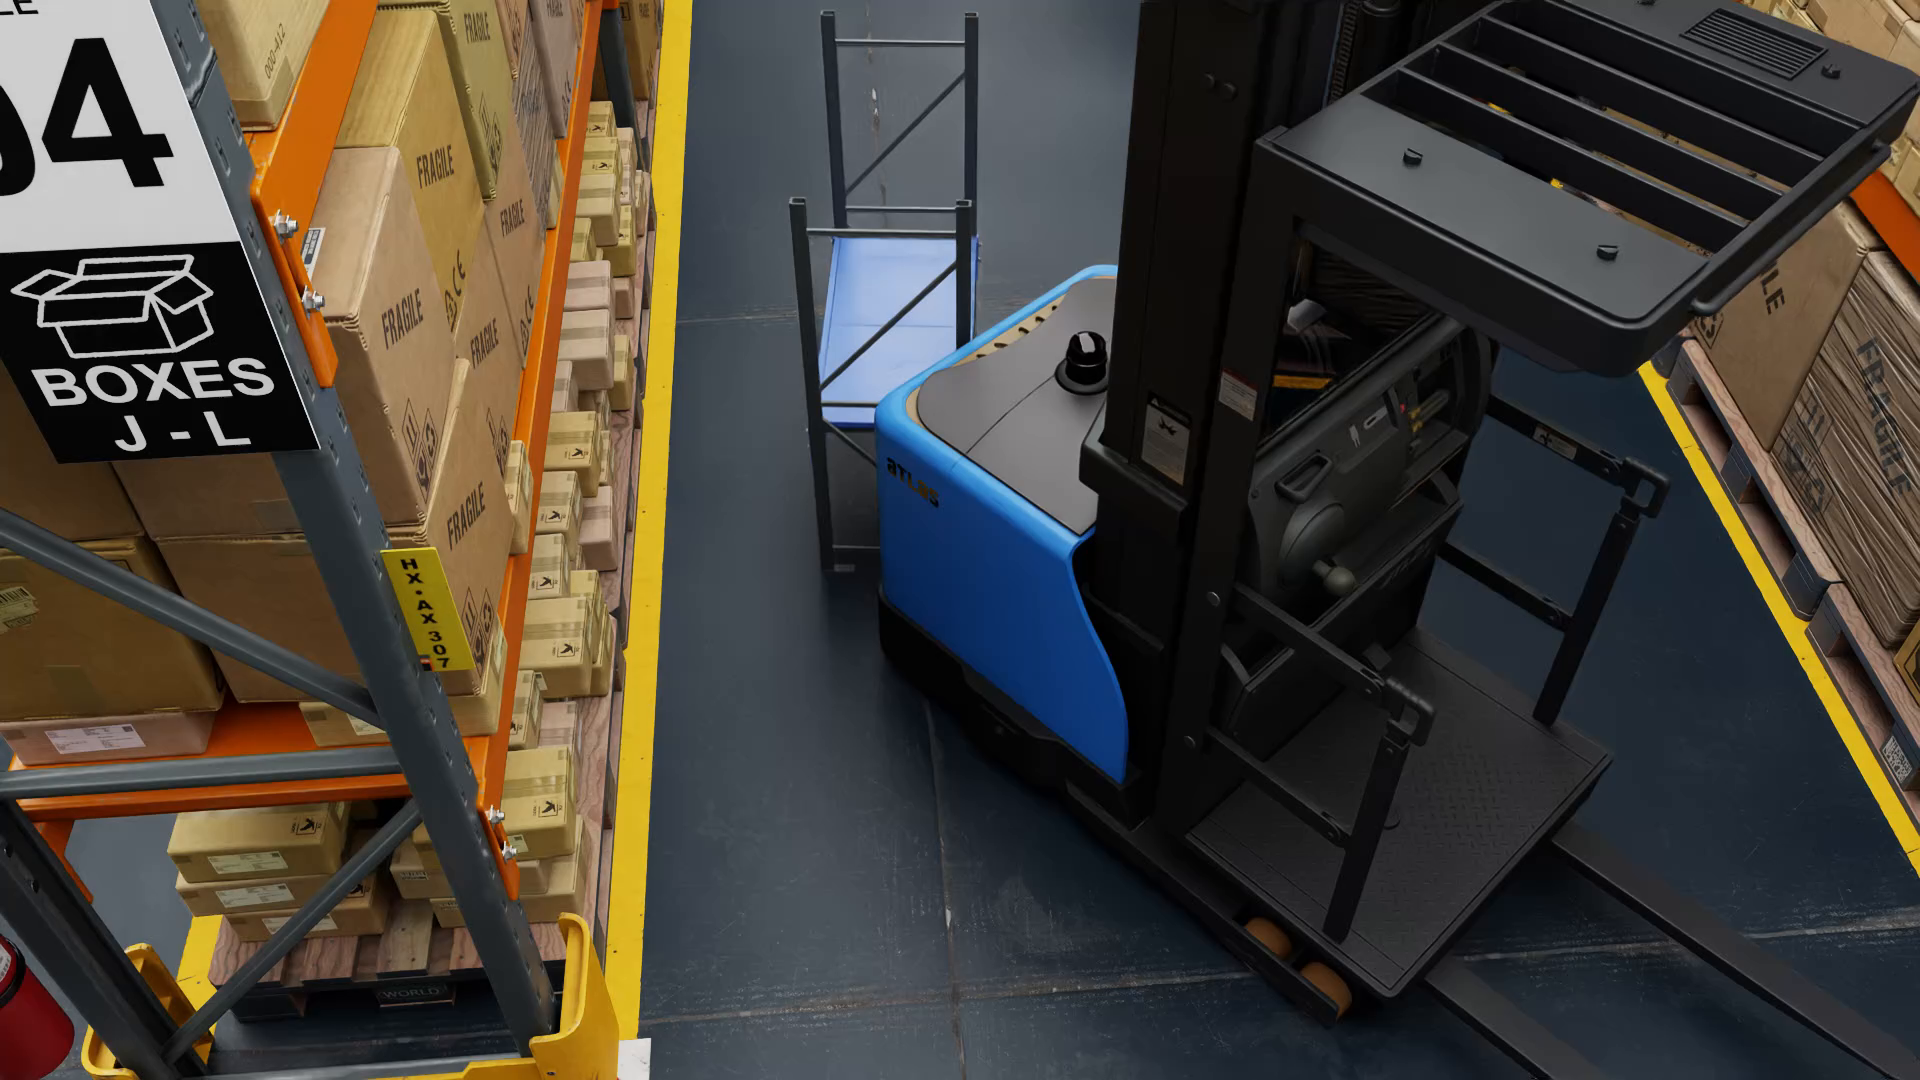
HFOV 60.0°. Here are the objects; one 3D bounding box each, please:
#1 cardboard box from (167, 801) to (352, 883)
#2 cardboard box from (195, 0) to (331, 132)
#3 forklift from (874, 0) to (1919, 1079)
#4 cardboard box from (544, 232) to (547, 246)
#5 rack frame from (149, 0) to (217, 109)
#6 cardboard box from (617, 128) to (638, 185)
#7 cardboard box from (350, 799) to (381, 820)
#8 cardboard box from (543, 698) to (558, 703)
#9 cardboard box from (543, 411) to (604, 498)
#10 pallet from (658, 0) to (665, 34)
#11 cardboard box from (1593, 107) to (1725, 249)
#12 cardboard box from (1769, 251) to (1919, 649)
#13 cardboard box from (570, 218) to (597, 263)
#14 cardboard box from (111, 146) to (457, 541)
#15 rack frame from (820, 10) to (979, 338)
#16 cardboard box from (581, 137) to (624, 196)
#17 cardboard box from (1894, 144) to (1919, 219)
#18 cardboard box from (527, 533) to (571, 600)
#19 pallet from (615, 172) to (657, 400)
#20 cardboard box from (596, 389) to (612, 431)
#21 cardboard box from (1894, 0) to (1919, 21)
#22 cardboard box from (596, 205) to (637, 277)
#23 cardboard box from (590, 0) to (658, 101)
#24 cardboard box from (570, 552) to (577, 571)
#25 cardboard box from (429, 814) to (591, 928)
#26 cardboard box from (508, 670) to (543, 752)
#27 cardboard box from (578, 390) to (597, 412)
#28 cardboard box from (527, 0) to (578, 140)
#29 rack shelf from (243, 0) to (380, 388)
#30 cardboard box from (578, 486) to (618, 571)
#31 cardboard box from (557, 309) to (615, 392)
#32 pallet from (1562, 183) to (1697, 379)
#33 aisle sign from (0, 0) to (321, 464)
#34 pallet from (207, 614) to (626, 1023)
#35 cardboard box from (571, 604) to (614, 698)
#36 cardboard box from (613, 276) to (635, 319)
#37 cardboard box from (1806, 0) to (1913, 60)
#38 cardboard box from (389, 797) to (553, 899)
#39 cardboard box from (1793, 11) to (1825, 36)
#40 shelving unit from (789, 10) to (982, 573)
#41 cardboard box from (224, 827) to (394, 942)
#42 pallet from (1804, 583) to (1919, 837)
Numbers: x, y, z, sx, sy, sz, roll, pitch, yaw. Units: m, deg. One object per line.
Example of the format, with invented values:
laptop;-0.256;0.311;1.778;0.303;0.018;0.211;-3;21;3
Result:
cardboard box;-1.786;0.723;4.264;0.380;0.149;0.250;-3;47;-3
cardboard box;-1.272;-0.861;2.537;0.500;0.250;0.500;-2;47;-2
forklift;1.133;-0.131;3.856;1.130;2.935;3.031;-35;56;-29
cardboard box;-1.372;-0.834;4.647;0.380;0.149;0.250;-2;47;-2
rack frame;-1.490;-1.604;1.071;1.000;3.000;0.127;-3;47;-3
cardboard box;-1.481;-1.493;6.567;0.380;0.149;0.250;-3;47;-2
cardboard box;-1.786;0.636;4.551;0.380;0.149;0.250;-4;47;-4
cardboard box;-1.353;0.425;4.751;0.380;0.149;0.250;-3;47;-3
cardboard box;-1.325;-0.260;5.195;0.380;0.149;0.250;-3;47;-3
pallet;-1.996;-2.924;8.374;1.003;0.211;1.213;-3;47;-3
cardboard box;3.102;-1.594;6.368;0.875;0.875;0.875;-3;47;-3
cardboard box;3.252;-0.299;5.142;0.875;0.875;0.875;-3;47;-3
cardboard box;-1.502;-1.007;5.902;0.380;0.149;0.250;-2;47;-2
cardboard box;-1.263;-0.362;3.065;0.500;0.500;0.500;-4;47;-4
rack frame;-0.191;-1.150;5.806;0.500;1.500;0.032;1;47;1
cardboard box;-1.474;-1.379;6.255;0.380;0.149;0.250;-3;47;-3
cardboard box;2.976;-1.026;4.829;0.380;0.149;0.250;-3;47;-3
cardboard box;-1.335;0.134;4.821;0.380;0.149;0.250;-6;47;-5
pallet;-1.733;-0.992;6.544;1.003;0.211;1.213;-3;47;-3
cardboard box;-1.411;-0.394;5.732;0.380;0.149;0.250;-3;47;-3
cardboard box;2.994;-1.877;4.843;0.500;0.500;0.500;-5;47;-5
cardboard box;-1.406;-1.105;6.200;0.380;0.149;0.250;-5;47;-5
cardboard box;-1.622;-2.270;7.267;0.500;0.500;0.500;-2;47;-2
cardboard box;-1.383;0.047;5.109;0.380;0.149;0.250;-6;47;-5
cardboard box;-1.214;0.897;4.509;0.380;0.149;0.250;-3;47;-2
cardboard box;-1.338;0.499;4.476;0.380;0.149;0.250;-3;47;-3
cardboard box;-1.440;-0.539;5.664;0.380;0.149;0.250;-5;47;-5
cardboard box;-1.420;-1.503;4.834;0.500;0.500;0.500;-4;47;-4
rack shelf;-1.657;-1.772;3.792;1.077;0.370;4.000;-3;47;-3
cardboard box;-1.308;-0.023;5.380;0.380;0.149;0.250;-6;47;-5
cardboard box;-1.353;-0.623;5.538;0.380;0.149;0.250;-5;47;-5
pallet;3.112;-1.149;6.693;1.003;0.211;1.213;-3;47;-3
aisle sign;-1.185;-0.400;2.272;0.394;0.787;0.004;-3;47;-3
pallet;-1.529;0.773;4.872;1.003;0.211;1.213;-3;47;-3
cardboard box;-1.258;0.341;5.035;0.380;0.149;0.250;-3;47;-3
cardboard box;-1.427;-0.955;6.263;0.380;0.149;0.250;-5;47;-5
cardboard box;2.990;-1.623;5.120;0.500;0.250;0.500;-2;47;-2
cardboard box;-1.278;0.798;4.397;0.380;0.149;0.250;-2;47;-2
cardboard box;2.910;-1.587;5.360;0.380;0.149;0.250;-4;47;-4
shelving unit;-0.205;-0.781;5.457;0.538;1.500;1.048;1;47;1
cardboard box;-1.742;0.927;4.480;0.380;0.149;0.250;-3;47;-3
pallet;3.316;0.616;5.021;1.003;0.211;1.213;-3;47;-3
